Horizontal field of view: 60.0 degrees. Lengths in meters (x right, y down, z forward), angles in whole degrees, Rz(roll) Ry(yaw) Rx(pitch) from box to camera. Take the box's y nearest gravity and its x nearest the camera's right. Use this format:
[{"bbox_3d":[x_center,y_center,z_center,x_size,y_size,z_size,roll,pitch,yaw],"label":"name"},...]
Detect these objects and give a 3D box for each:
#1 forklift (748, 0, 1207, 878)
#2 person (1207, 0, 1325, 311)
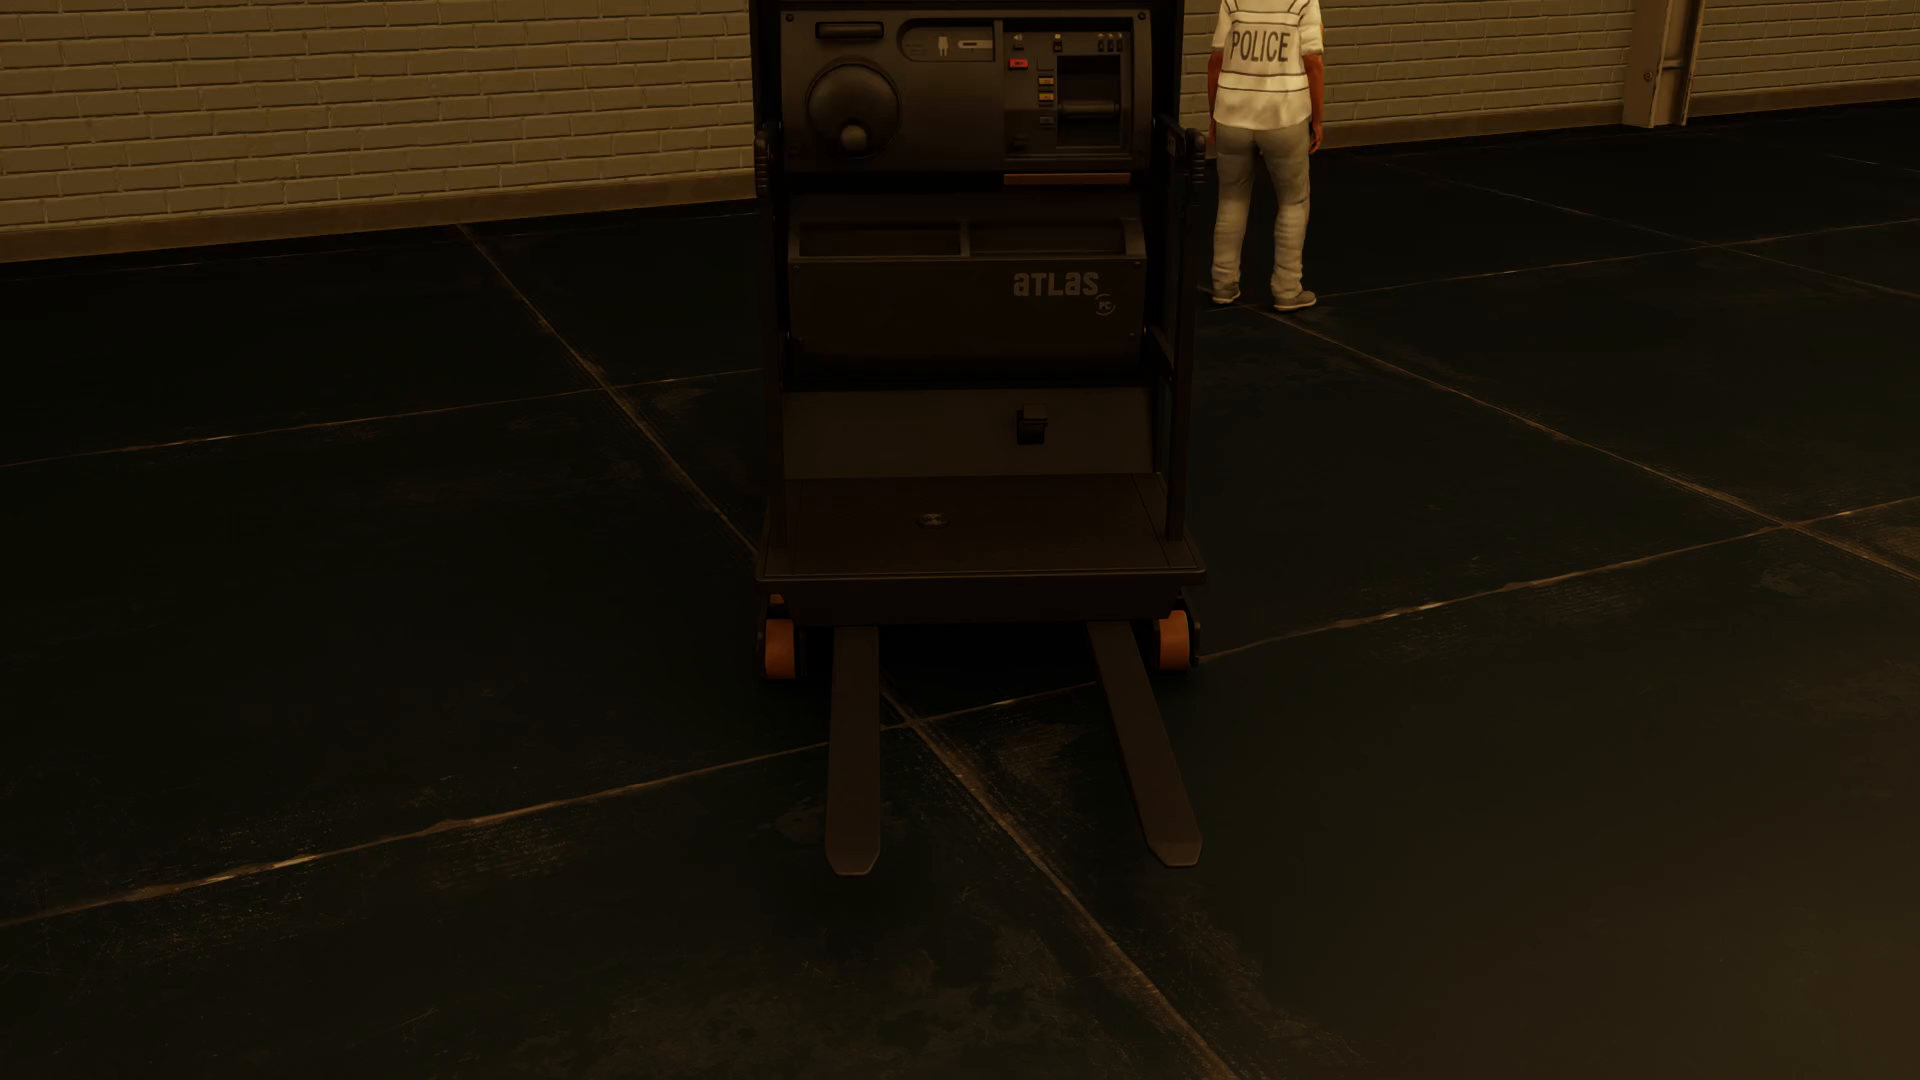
[{"bbox_3d":[0.030,-1.120,3.982,1.130,2.935,3.031,-1,23,-3],"label":"forklift"},{"bbox_3d":[1.375,-1.872,7.449,0.538,1.666,0.467,10,25,23],"label":"person"}]
